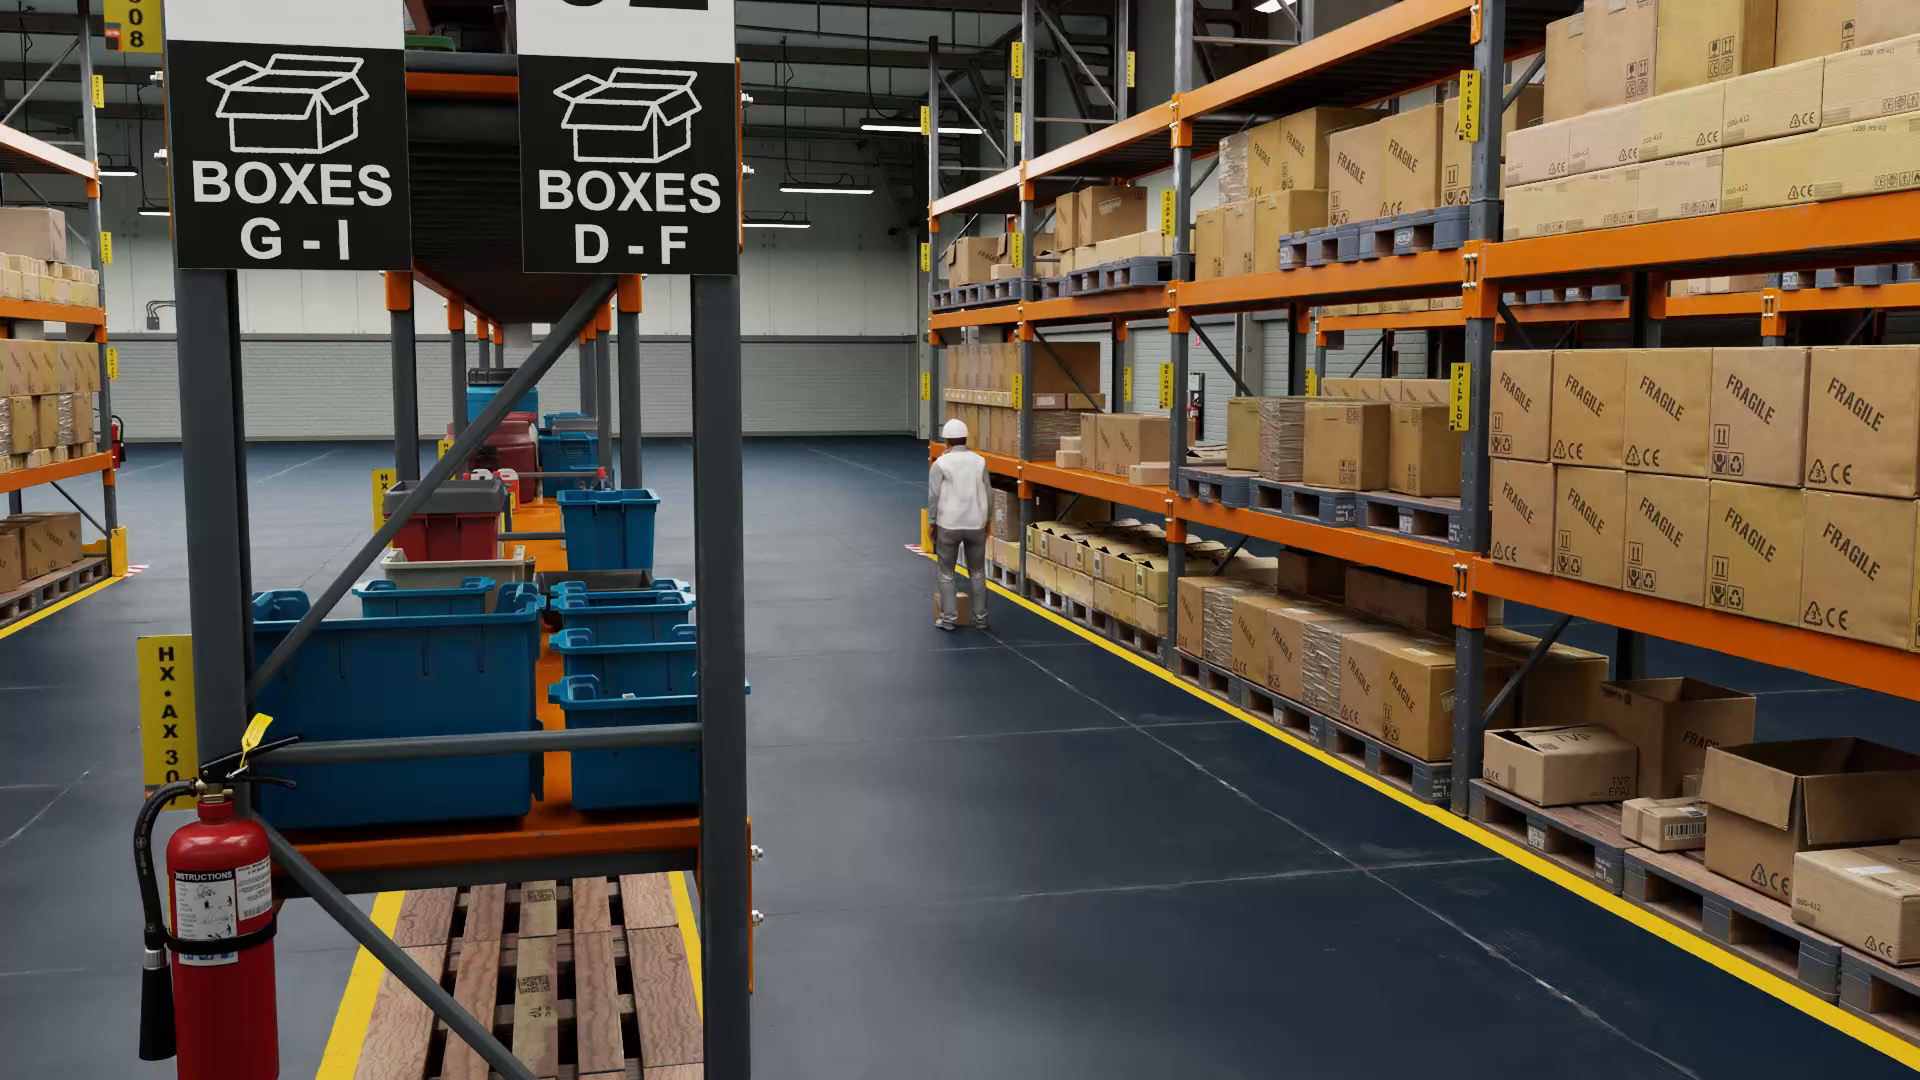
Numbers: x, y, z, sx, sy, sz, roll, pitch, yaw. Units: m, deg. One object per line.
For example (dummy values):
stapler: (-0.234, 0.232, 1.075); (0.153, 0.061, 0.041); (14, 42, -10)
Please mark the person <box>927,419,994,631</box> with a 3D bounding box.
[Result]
person: (-0.002, -0.129, 14.043); (0.580, 1.769, 0.465); (-2, 6, -17)
